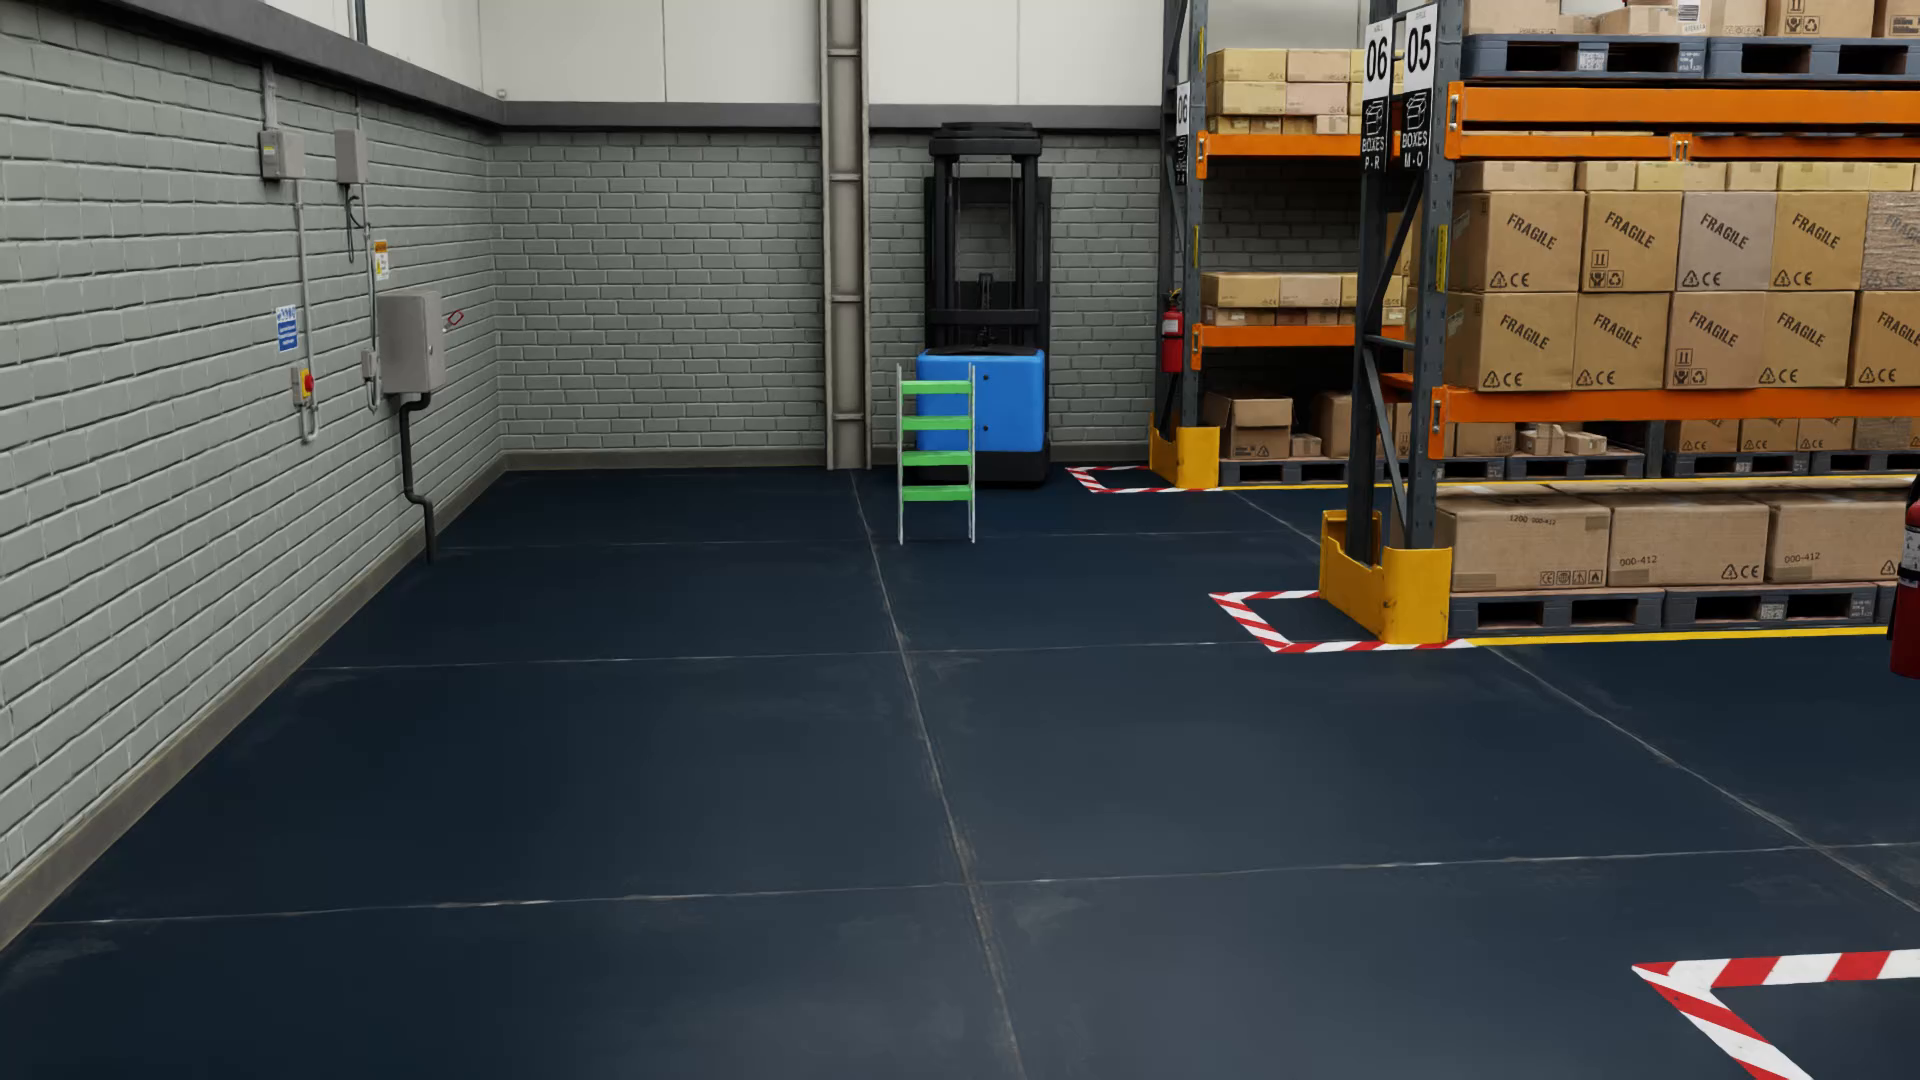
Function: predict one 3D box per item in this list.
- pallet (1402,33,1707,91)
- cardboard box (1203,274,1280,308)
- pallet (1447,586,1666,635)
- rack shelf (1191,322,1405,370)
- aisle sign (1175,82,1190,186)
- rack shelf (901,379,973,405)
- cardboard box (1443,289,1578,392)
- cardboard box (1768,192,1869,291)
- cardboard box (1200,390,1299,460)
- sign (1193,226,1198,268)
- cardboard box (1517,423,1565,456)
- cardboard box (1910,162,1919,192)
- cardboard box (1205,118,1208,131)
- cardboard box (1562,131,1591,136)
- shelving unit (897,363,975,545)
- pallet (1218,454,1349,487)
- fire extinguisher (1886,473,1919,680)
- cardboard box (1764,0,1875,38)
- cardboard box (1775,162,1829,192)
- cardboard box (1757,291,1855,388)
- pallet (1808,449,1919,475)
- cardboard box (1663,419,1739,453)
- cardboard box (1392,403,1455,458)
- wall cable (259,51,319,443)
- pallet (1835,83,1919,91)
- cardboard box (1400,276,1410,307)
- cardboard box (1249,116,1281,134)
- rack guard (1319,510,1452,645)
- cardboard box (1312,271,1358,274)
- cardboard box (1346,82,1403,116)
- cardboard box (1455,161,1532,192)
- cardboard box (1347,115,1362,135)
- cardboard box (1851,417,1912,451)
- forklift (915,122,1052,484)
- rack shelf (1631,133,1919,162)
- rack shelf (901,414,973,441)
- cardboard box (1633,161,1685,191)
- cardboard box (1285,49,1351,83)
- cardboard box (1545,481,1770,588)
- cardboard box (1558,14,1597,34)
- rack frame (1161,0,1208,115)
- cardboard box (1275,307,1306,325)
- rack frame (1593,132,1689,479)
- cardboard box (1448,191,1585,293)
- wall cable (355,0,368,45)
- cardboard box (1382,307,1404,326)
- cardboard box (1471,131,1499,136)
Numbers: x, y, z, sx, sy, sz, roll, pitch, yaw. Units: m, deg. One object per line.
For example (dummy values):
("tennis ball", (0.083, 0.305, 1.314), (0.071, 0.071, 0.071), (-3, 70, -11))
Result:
("pallet", (3.077, -2.490, 8.711), (1.213, 0.211, 1.003), (-1, 11, -6))
("cardboard box", (2.281, -2.026, 13.515), (0.500, 0.250, 0.500), (-1, 11, -6))
("pallet", (3.127, 0.293, 9.333), (1.213, 0.211, 1.003), (-1, 11, -6))
("rack shelf", (3.789, -1.685, 14.026), (4.000, 0.370, 1.077), (-1, 11, -6))
("aisle sign", (1.765, -3.214, 13.200), (0.004, 0.787, 0.394), (-1, 11, -6))
("rack shelf", (-0.165, -0.994, 11.154), (0.480, 0.148, 0.258), (-1, 11, -6))
("cardboard box", (2.849, -1.048, 8.664), (0.500, 0.500, 0.500), (-1, 11, -7))
("cardboard box", (4.368, -1.574, 8.747), (0.500, 0.500, 0.500), (-1, 11, -6))
("cardboard box", (2.419, -0.972, 13.917), (0.637, 0.503, 0.797), (-2, 11, -8))
("sign", (1.859, -2.317, 13.131), (0.005, 0.325, 0.100), (-1, 11, -6))
("cardboard box", (4.900, -0.868, 14.008), (0.258, 0.266, 0.396), (-1, 11, -4))
("cardboard box", (5.028, -1.909, 8.770), (0.250, 0.149, 0.380), (-1, 11, -7))
("cardboard box", (2.094, -3.395, 13.739), (0.250, 0.149, 0.380), (-1, 11, -5))
("cardboard box", (4.940, -3.355, 13.534), (0.250, 0.149, 0.380), (-1, 11, -4))
("shelving unit", (-0.165, -0.585, 11.235), (0.503, 1.200, 0.258), (-1, 11, -6))
("pallet", (2.669, -0.646, 14.107), (1.213, 0.211, 1.003), (-1, 11, -6))
("fire extinguisher", (2.675, 0.041, 4.552), (0.183, 0.674, 0.296), (-1, 11, -6))
("cardboard box", (4.361, -2.833, 8.621), (0.500, 0.500, 0.500), (-1, 11, -5))
("cardboard box", (4.270, -1.881, 8.625), (0.250, 0.149, 0.380), (-1, 11, -7))
("cardboard box", (4.352, -1.085, 8.850), (0.500, 0.500, 0.500), (-1, 11, -4))
("pallet", (7.797, -0.761, 14.693), (1.213, 0.211, 1.003), (-1, 11, -6))
("cardboard box", (6.282, -1.026, 14.201), (0.500, 0.500, 0.500), (-1, 11, -4))
("cardboard box", (3.809, -0.972, 13.928), (0.500, 0.500, 0.500), (-1, 11, -5))
("wall cable", (-3.263, -1.436, 8.181), (0.123, 1.953, 0.585), (-1, 11, -6))
("pallet", (5.502, -2.541, 8.969), (1.213, 0.211, 1.003), (-1, 11, -6))
("cardboard box", (3.792, -2.062, 13.701), (0.500, 0.250, 0.500), (-1, 11, -8))
("cardboard box", (2.400, -3.317, 13.339), (0.250, 0.149, 0.380), (-1, 11, -5))
("rack guard", (2.317, 0.183, 9.141), (0.348, 0.500, 1.175), (-1, 11, -6))
("cardboard box", (3.235, -2.149, 14.139), (0.500, 0.250, 0.500), (-1, 11, -4))
("cardboard box", (3.284, -3.520, 13.337), (0.500, 0.250, 0.500), (-2, 11, -8))
("cardboard box", (2.723, -1.856, 8.502), (0.250, 0.149, 0.380), (-1, 11, -5))
("cardboard box", (3.176, -3.311, 13.311), (0.250, 0.149, 0.380), (-1, 11, -6))
("cardboard box", (7.824, -1.058, 14.364), (0.500, 0.500, 0.500), (-2, 11, -8))
("forklift", (0.254, -2.137, 14.639), (1.130, 2.935, 3.031), (1, 11, 4))
("rack shelf", (7.766, -3.240, 14.160), (4.000, 0.370, 1.077), (-1, 11, -6))
("rack shelf", (-0.165, -0.758, 11.201), (0.480, 0.148, 0.258), (-1, 11, -6))
("cardboard box", (3.507, -1.868, 8.560), (0.250, 0.149, 0.380), (-2, 11, -8))
("cardboard box", (2.777, -3.753, 13.230), (0.500, 0.250, 0.500), (-1, 11, -6))
("cardboard box", (3.895, -0.047, 9.382), (0.875, 0.438, 0.875), (-1, 11, -5))
("cardboard box", (3.186, -2.698, 8.845), (0.250, 0.149, 0.380), (-2, 11, -10))
("rack frame", (1.801, -4.940, 13.166), (0.127, 3.000, 1.000), (-1, 11, -6))
("cardboard box", (2.662, -1.853, 13.670), (0.250, 0.149, 0.380), (-1, 11, -7))
("rack frame", (5.777, -2.079, 14.168), (0.127, 3.000, 1.000), (-1, 11, -6))
("cardboard box", (2.848, -1.539, 8.570), (0.500, 0.500, 0.500), (-1, 11, -7))
("wall cable", (-3.626, -4.513, 10.898), (0.133, 3.039, 2.988), (-1, 11, -6))
("cardboard box", (3.443, -1.844, 13.624), (0.250, 0.149, 0.380), (-2, 11, -8))
("cardboard box", (4.177, -3.345, 13.480), (0.250, 0.149, 0.380), (-1, 11, -5))
